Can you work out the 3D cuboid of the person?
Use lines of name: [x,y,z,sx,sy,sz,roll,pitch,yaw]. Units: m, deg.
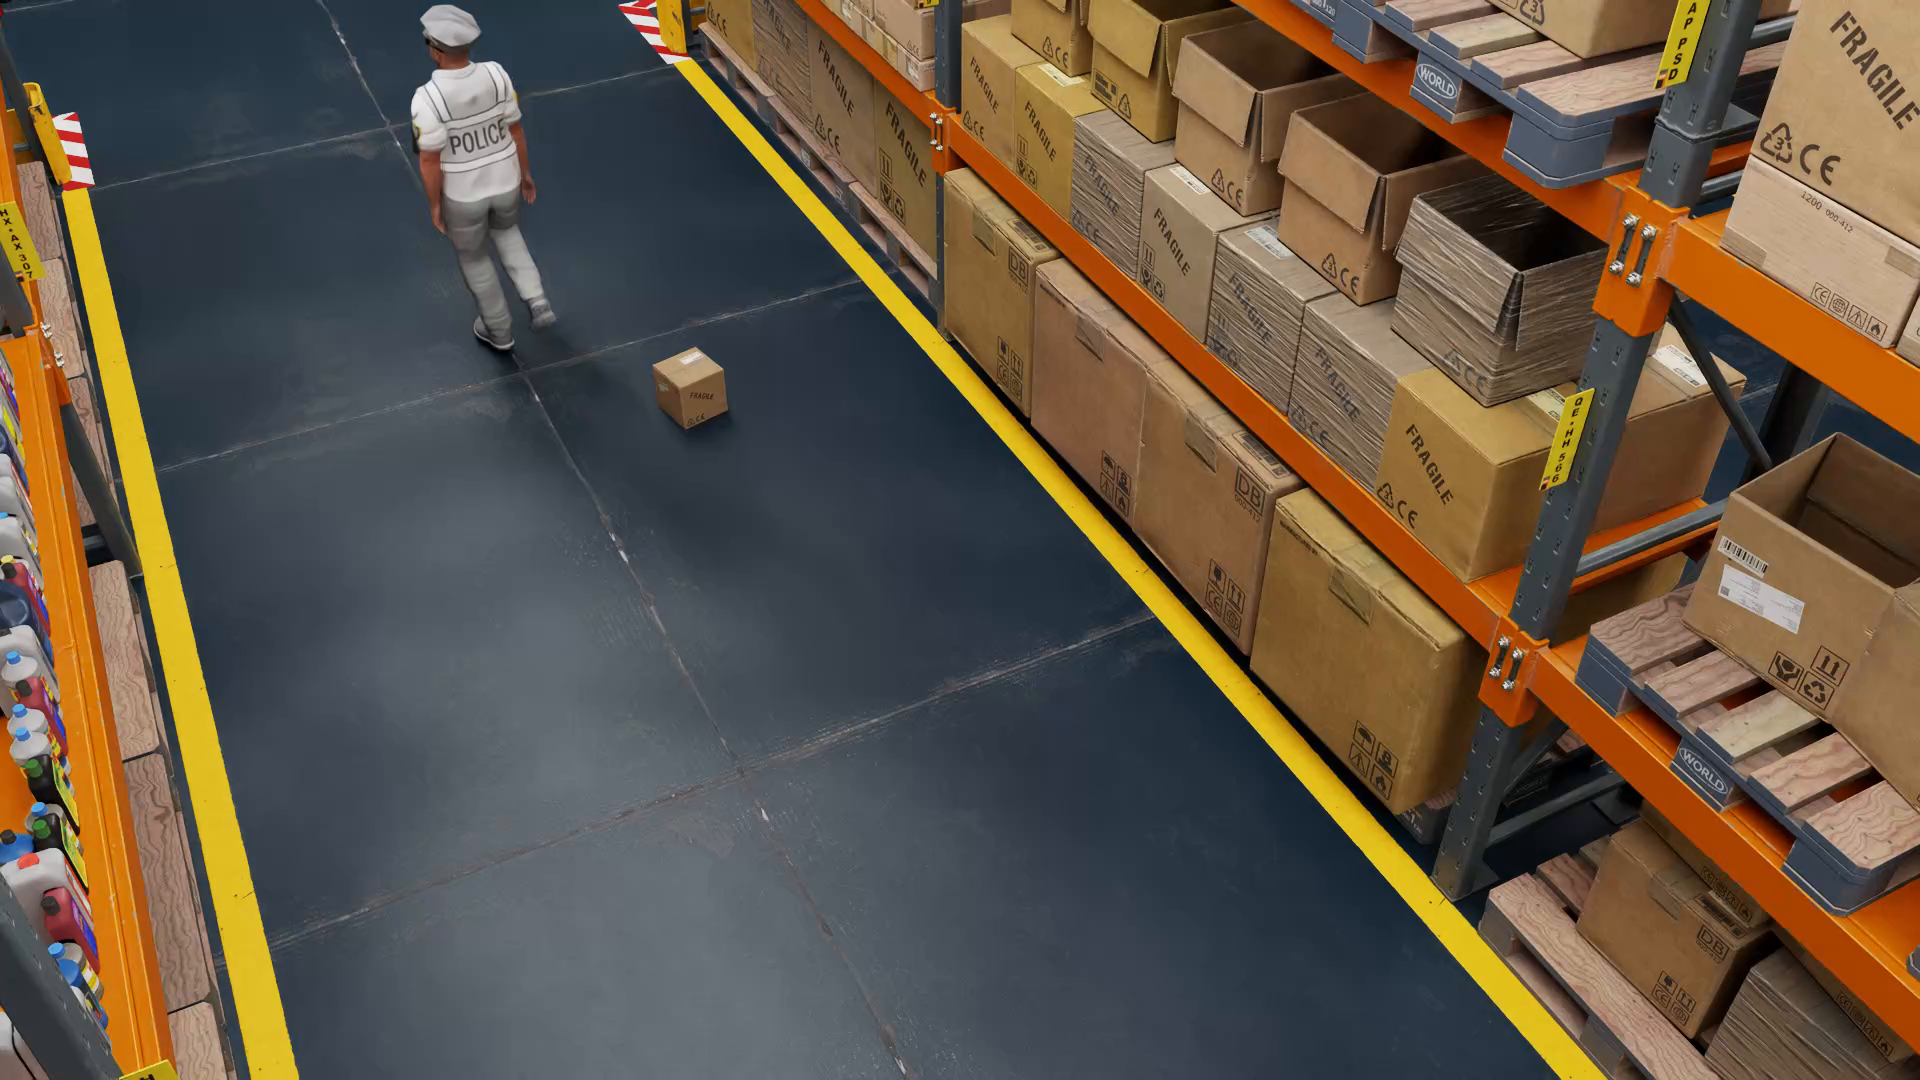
person: [-2.357,-1.739,8.097,0.555,1.782,0.484,-31,50,-31]
